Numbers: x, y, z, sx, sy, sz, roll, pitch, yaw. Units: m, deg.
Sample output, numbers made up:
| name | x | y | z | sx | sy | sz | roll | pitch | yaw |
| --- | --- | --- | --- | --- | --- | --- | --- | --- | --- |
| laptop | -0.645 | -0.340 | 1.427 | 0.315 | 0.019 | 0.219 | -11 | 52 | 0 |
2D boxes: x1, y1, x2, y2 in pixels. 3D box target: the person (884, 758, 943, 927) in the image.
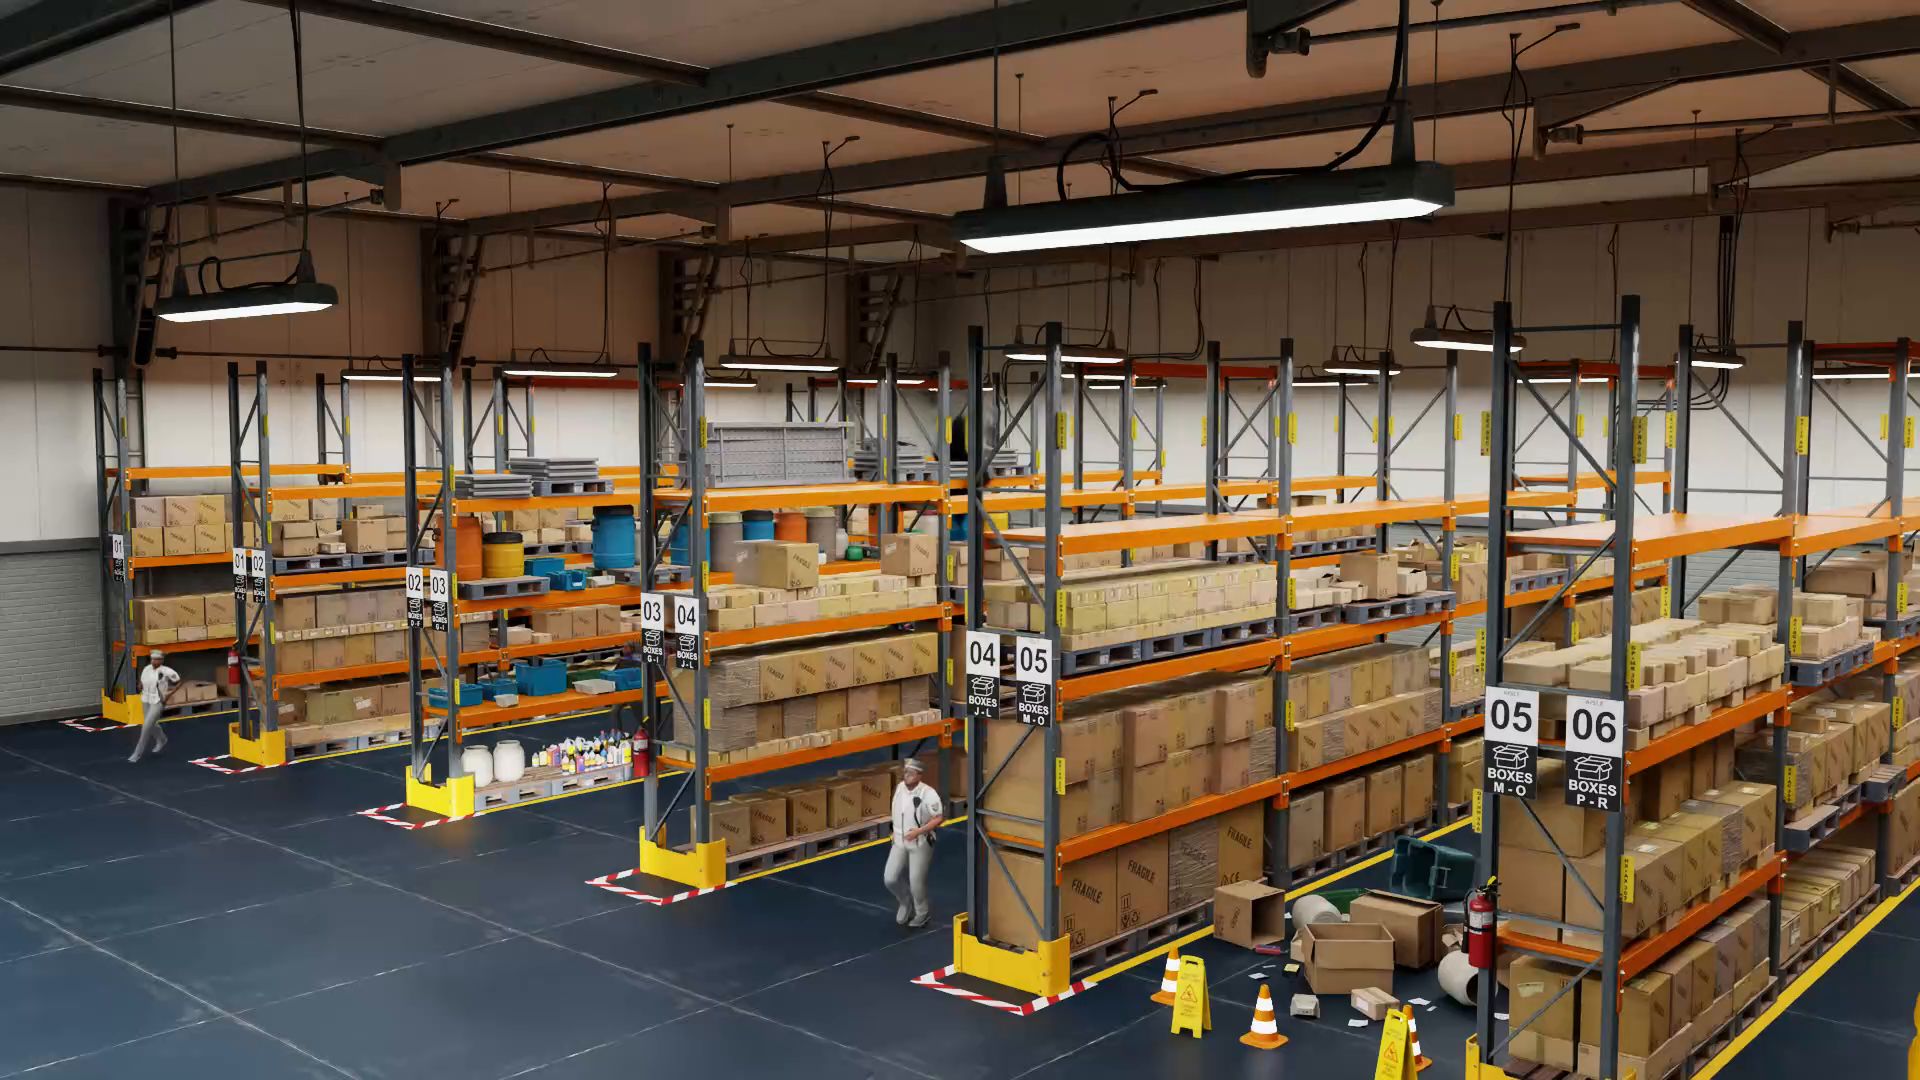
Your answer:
| name | x | y | z | sx | sy | sz | roll | pitch | yaw |
| --- | --- | --- | --- | --- | --- | --- | --- | --- | --- |
| person | -0.493 | 3.059 | 16.777 | 0.667 | 1.757 | 0.614 | 2 | 5 | 30 |

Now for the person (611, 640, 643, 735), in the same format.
| name | x | y | z | sx | sy | sz | roll | pitch | yaw |
| --- | --- | --- | --- | --- | --- | --- | --- | --- | --- |
| person | -5.178 | 2.425 | 26.026 | 0.547 | 1.718 | 0.752 | 3 | 5 | 34 |

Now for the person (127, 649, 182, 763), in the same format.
| name | x | y | z | sx | sy | sz | roll | pitch | yaw |
| --- | --- | --- | --- | --- | --- | --- | --- | --- | --- |
| person | -12.171 | 2.478 | 25.209 | 0.614 | 1.692 | 0.847 | 1 | 4 | 15 |
